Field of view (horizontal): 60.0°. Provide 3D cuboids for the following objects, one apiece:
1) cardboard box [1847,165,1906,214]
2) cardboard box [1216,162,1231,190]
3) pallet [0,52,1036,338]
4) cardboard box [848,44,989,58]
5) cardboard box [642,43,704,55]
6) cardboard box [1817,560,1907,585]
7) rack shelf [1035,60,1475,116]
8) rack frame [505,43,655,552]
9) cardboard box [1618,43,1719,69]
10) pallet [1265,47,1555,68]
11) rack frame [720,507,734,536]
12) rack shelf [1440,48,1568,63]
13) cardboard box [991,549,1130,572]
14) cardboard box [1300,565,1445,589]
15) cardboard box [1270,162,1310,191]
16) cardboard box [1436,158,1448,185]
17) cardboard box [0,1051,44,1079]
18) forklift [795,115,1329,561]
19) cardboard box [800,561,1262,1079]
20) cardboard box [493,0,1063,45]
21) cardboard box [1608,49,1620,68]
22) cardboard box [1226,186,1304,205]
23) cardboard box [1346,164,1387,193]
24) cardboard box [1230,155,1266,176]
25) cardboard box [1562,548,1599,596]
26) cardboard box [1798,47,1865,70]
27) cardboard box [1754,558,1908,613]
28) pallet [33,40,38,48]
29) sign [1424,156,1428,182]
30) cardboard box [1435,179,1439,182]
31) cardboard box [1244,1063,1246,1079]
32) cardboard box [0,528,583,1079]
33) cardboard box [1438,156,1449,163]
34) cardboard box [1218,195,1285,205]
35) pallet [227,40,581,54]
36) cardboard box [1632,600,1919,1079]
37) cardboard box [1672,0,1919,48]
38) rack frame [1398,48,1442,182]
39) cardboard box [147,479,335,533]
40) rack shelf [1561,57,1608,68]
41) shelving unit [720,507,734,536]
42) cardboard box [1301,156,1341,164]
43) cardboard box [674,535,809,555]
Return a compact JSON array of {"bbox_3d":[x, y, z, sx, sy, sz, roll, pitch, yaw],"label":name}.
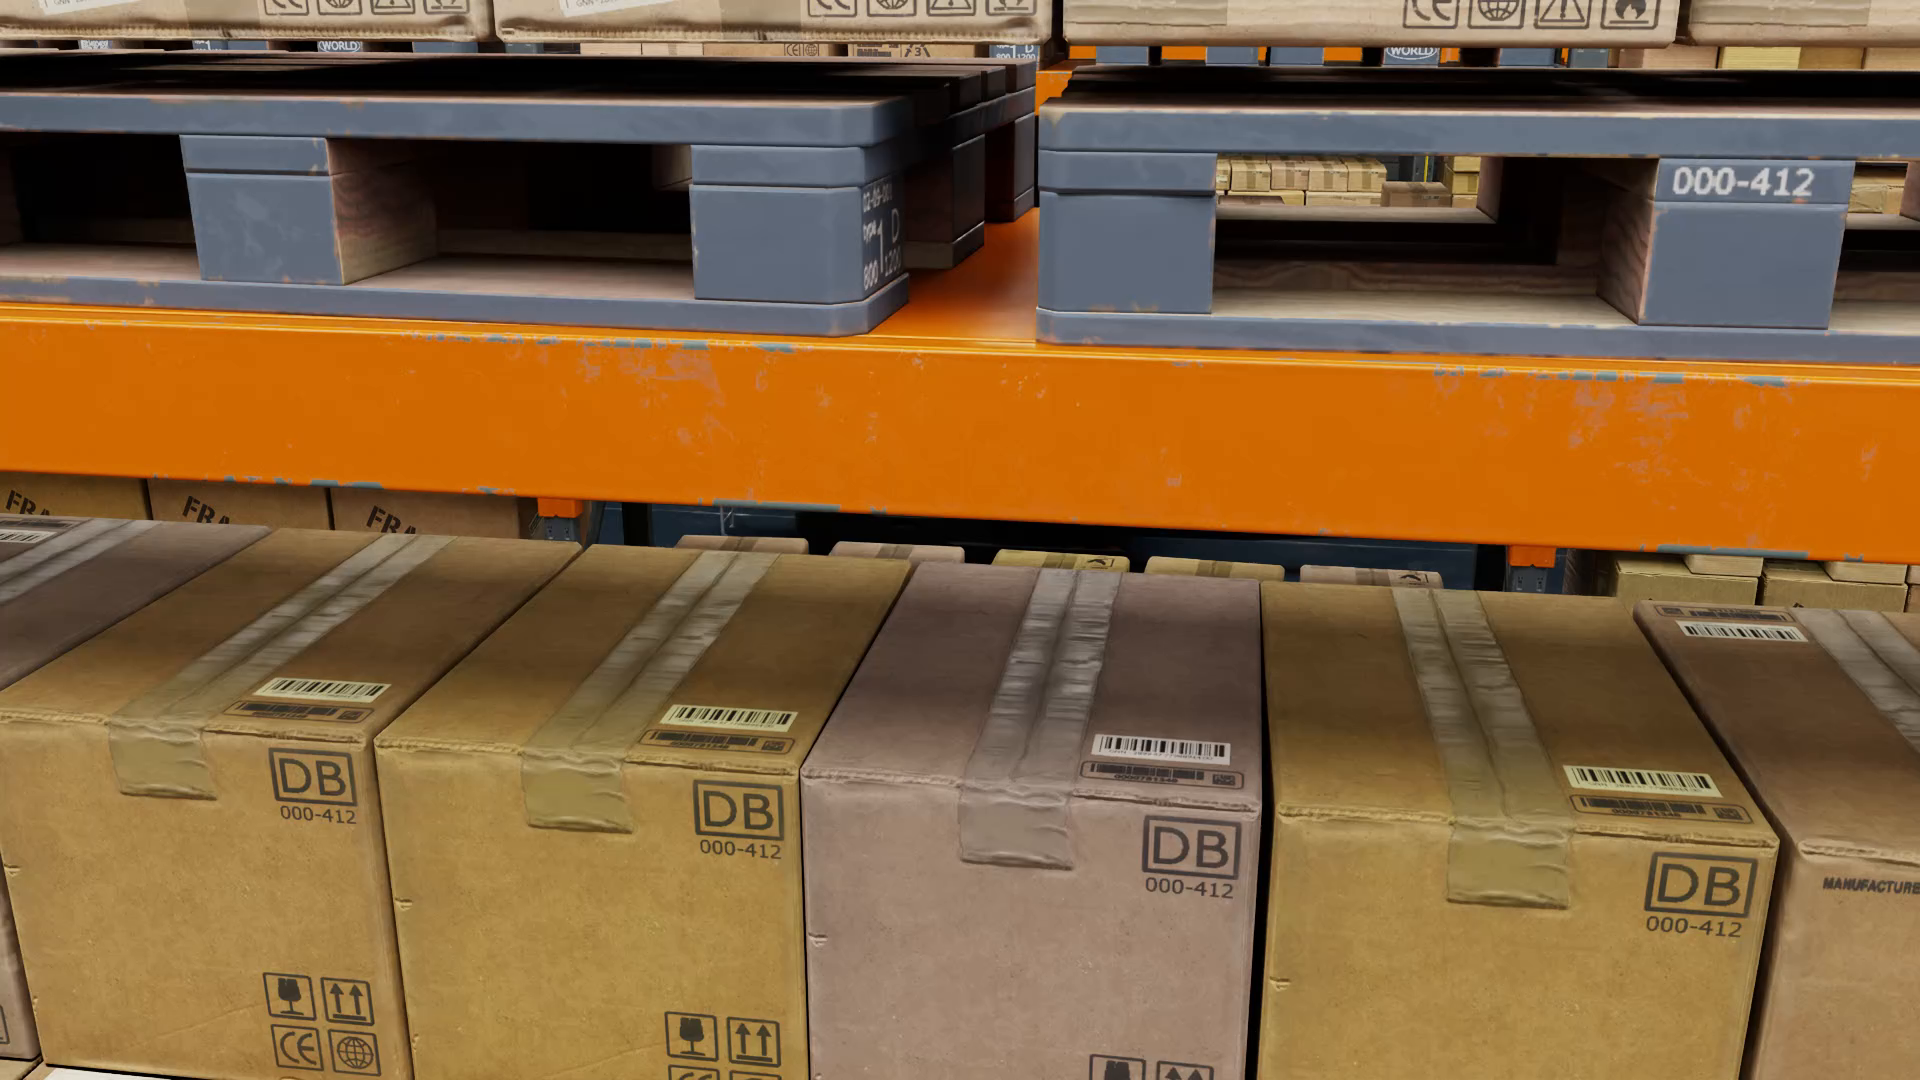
[{"bbox_3d":[3.212,-1.112,6.198,0.500,0.500,0.700,3,19,9],"label":"cardboard box"},{"bbox_3d":[1.702,-2.471,11.280,0.250,0.149,0.380,2,19,7],"label":"cardboard box"},{"bbox_3d":[-0.575,-0.479,2.079,1.213,0.211,1.003,4,19,11],"label":"pallet"},{"bbox_3d":[-0.128,-2.177,6.692,0.637,0.503,0.797,3,19,9],"label":"cardboard box"},{"bbox_3d":[-1.102,-2.050,6.688,0.258,0.266,0.396,3,19,9],"label":"cardboard box"},{"bbox_3d":[3.473,0.034,6.441,0.250,0.149,0.380,4,19,11],"label":"cardboard box"},{"bbox_3d":[0.337,-1.754,6.725,4.000,0.370,1.077,3,19,9],"label":"rack shelf"},{"bbox_3d":[-1.638,-0.773,7.387,0.127,3.000,1.000,3,19,9],"label":"rack frame"},{"bbox_3d":[2.583,-1.782,6.070,0.250,0.149,0.380,3,19,8],"label":"cardboard box"},{"bbox_3d":[1.719,-1.970,6.532,1.003,0.211,1.213,3,19,9],"label":"pallet"},{"bbox_3d":[-1.394,-0.621,9.769,0.015,1.200,0.240,2,19,6],"label":"rack frame"},{"bbox_3d":[5.070,-3.108,10.771,4.000,0.370,1.077,3,19,9],"label":"rack shelf"},{"bbox_3d":[0.396,0.380,7.421,0.625,0.372,0.950,4,19,10],"label":"cardboard box"},{"bbox_3d":[1.793,0.449,7.213,0.625,0.372,0.950,3,19,9],"label":"cardboard box"},{"bbox_3d":[2.232,-2.466,11.267,0.250,0.149,0.380,3,19,9],"label":"cardboard box"},{"bbox_3d":[3.453,-2.547,11.507,0.250,0.149,0.380,3,19,8],"label":"cardboard box"},{"bbox_3d":[-1.421,0.867,2.327,0.500,0.500,0.500,3,19,8],"label":"cardboard box"},{"bbox_3d":[0.621,-1.367,9.269,3.031,2.935,1.130,2,19,6],"label":"forklift"},{"bbox_3d":[0.128,0.388,2.182,0.500,0.500,0.700,3,19,9],"label":"cardboard box"},{"bbox_3d":[-0.140,-0.662,1.649,0.500,0.311,0.500,2,19,7],"label":"cardboard box"},{"bbox_3d":[2.672,-1.955,6.588,0.250,0.149,0.380,3,19,9],"label":"cardboard box"},{"bbox_3d":[2.061,-2.262,11.284,0.500,0.250,0.500,2,19,7],"label":"cardboard box"},{"bbox_3d":[2.722,-2.430,11.159,0.250,0.149,0.380,4,19,11],"label":"cardboard box"},{"bbox_3d":[2.023,-2.616,11.716,0.250,0.149,0.380,3,19,8],"label":"cardboard box"},{"bbox_3d":[2.938,0.123,7.199,0.500,0.500,0.500,3,19,8],"label":"cardboard box"},{"bbox_3d":[3.092,-1.774,6.048,0.250,0.149,0.380,3,19,9],"label":"cardboard box"},{"bbox_3d":[3.381,0.315,6.625,0.500,0.500,0.500,4,19,11],"label":"cardboard box"},{"bbox_3d":[-4.674,-2.276,7.452,1.217,0.209,0.805,2,19,6],"label":"pallet"},{"bbox_3d":[3.018,-2.468,10.753,0.005,0.325,0.100,3,19,9],"label":"sign"},{"bbox_3d":[3.581,-2.237,11.604,0.500,0.500,0.500,3,19,8],"label":"cardboard box"},{"bbox_3d":[0.569,0.968,2.024,0.500,0.500,0.500,3,19,8],"label":"cardboard box"},{"bbox_3d":[-0.875,0.337,2.336,0.500,0.500,0.700,3,19,8],"label":"cardboard box"},{"bbox_3d":[3.458,-2.702,11.503,0.250,0.149,0.380,3,19,9],"label":"cardboard box"},{"bbox_3d":[1.137,-1.250,6.503,0.250,0.149,0.380,2,19,7],"label":"cardboard box"},{"bbox_3d":[-2.282,-2.122,6.989,1.003,0.211,1.213,4,19,11],"label":"pallet"},{"bbox_3d":[1.135,0.439,2.030,0.500,0.500,0.700,3,19,8],"label":"cardboard box"},{"bbox_3d":[0.903,-0.600,1.558,0.500,0.250,0.500,3,19,9],"label":"cardboard box"},{"bbox_3d":[3.095,-2.127,11.434,0.127,3.000,1.000,3,19,9],"label":"rack frame"},{"bbox_3d":[-3.187,-0.072,7.978,0.875,0.875,0.875,3,19,9],"label":"cardboard box"},{"bbox_3d":[4.286,-1.553,6.123,4.000,0.370,1.077,3,19,9],"label":"rack shelf"},{"bbox_3d":[-1.151,-0.613,9.741,0.503,1.200,0.258,2,19,6],"label":"shelving unit"},{"bbox_3d":[2.525,-2.597,11.658,0.250,0.149,0.380,2,19,7],"label":"cardboard box"},{"bbox_3d":[-1.082,0.305,7.643,0.625,0.372,0.950,2,19,5],"label":"cardboard box"}]
